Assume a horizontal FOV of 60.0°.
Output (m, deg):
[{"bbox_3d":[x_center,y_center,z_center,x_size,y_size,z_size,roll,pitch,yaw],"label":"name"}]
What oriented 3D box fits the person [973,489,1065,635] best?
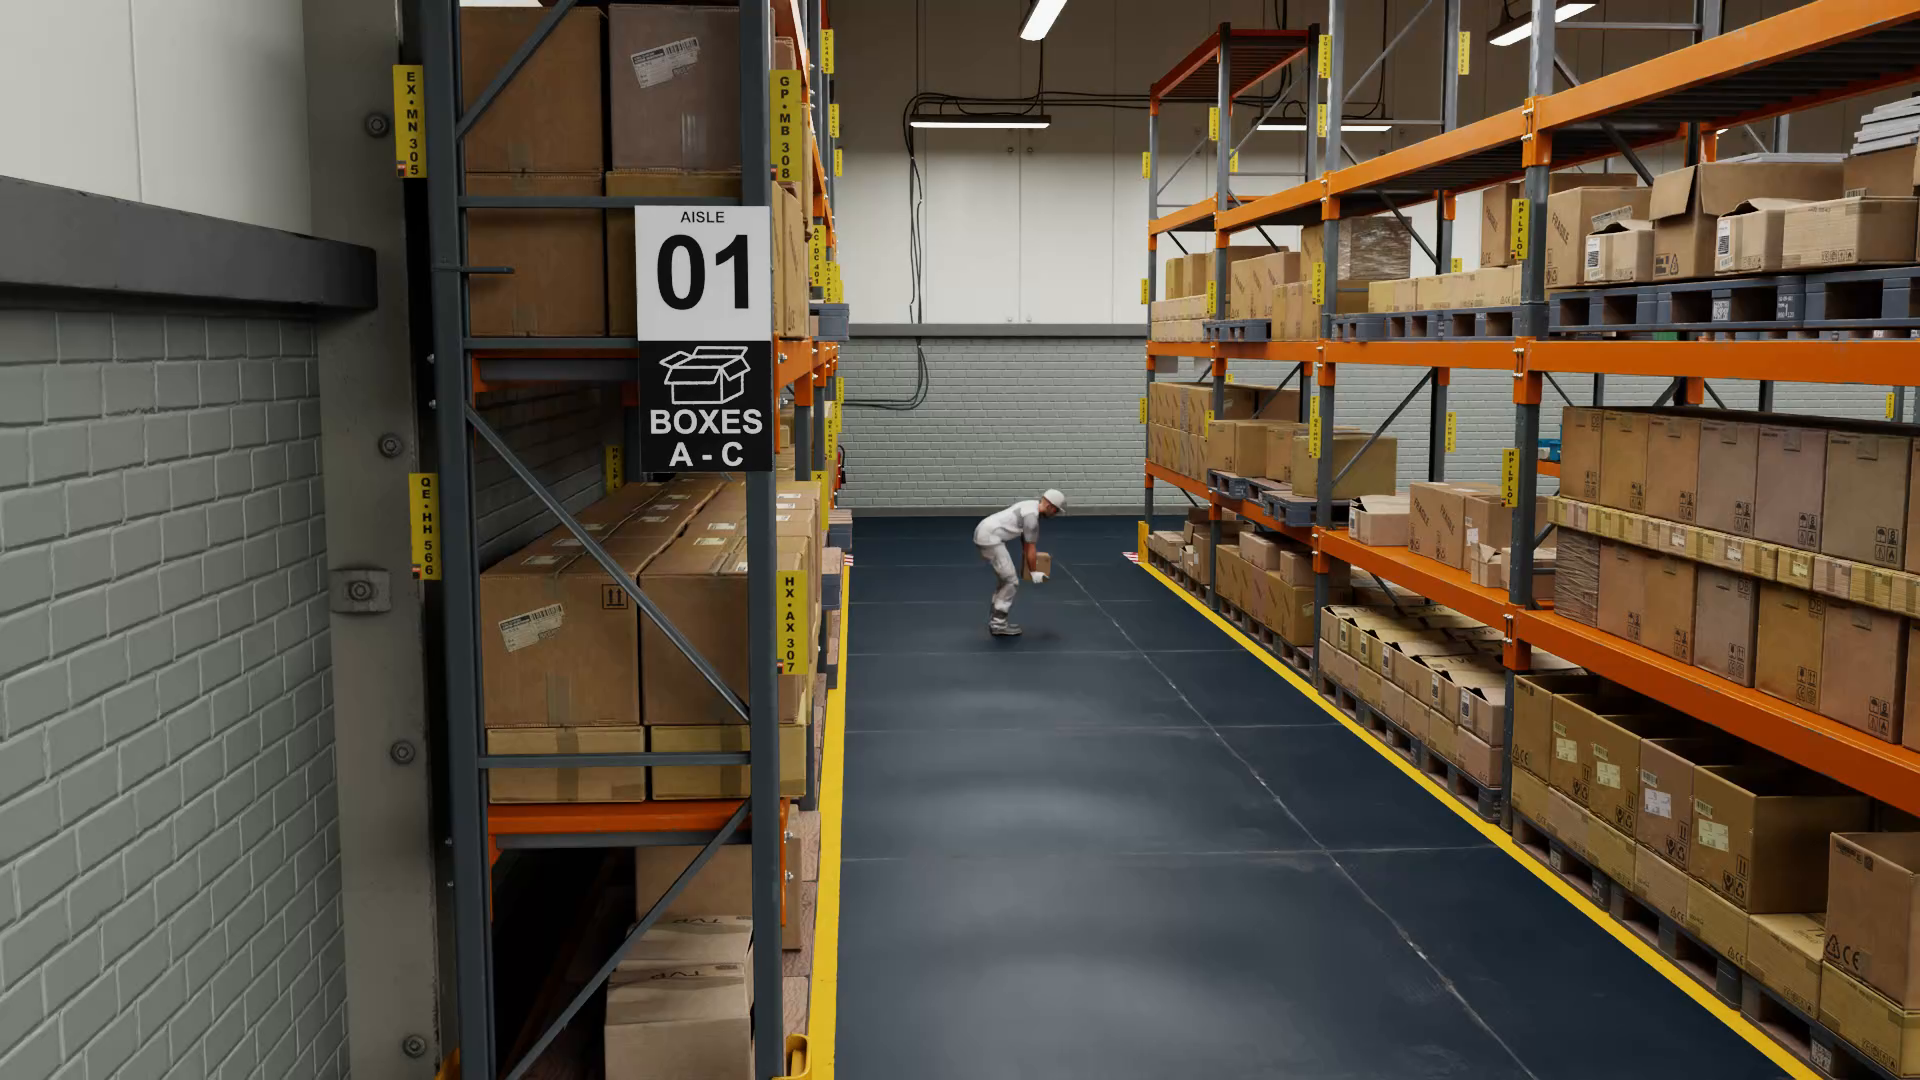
[{"bbox_3d":[0.575,0.206,16.059,0.887,1.393,0.490,-1,7,-5],"label":"person"}]
